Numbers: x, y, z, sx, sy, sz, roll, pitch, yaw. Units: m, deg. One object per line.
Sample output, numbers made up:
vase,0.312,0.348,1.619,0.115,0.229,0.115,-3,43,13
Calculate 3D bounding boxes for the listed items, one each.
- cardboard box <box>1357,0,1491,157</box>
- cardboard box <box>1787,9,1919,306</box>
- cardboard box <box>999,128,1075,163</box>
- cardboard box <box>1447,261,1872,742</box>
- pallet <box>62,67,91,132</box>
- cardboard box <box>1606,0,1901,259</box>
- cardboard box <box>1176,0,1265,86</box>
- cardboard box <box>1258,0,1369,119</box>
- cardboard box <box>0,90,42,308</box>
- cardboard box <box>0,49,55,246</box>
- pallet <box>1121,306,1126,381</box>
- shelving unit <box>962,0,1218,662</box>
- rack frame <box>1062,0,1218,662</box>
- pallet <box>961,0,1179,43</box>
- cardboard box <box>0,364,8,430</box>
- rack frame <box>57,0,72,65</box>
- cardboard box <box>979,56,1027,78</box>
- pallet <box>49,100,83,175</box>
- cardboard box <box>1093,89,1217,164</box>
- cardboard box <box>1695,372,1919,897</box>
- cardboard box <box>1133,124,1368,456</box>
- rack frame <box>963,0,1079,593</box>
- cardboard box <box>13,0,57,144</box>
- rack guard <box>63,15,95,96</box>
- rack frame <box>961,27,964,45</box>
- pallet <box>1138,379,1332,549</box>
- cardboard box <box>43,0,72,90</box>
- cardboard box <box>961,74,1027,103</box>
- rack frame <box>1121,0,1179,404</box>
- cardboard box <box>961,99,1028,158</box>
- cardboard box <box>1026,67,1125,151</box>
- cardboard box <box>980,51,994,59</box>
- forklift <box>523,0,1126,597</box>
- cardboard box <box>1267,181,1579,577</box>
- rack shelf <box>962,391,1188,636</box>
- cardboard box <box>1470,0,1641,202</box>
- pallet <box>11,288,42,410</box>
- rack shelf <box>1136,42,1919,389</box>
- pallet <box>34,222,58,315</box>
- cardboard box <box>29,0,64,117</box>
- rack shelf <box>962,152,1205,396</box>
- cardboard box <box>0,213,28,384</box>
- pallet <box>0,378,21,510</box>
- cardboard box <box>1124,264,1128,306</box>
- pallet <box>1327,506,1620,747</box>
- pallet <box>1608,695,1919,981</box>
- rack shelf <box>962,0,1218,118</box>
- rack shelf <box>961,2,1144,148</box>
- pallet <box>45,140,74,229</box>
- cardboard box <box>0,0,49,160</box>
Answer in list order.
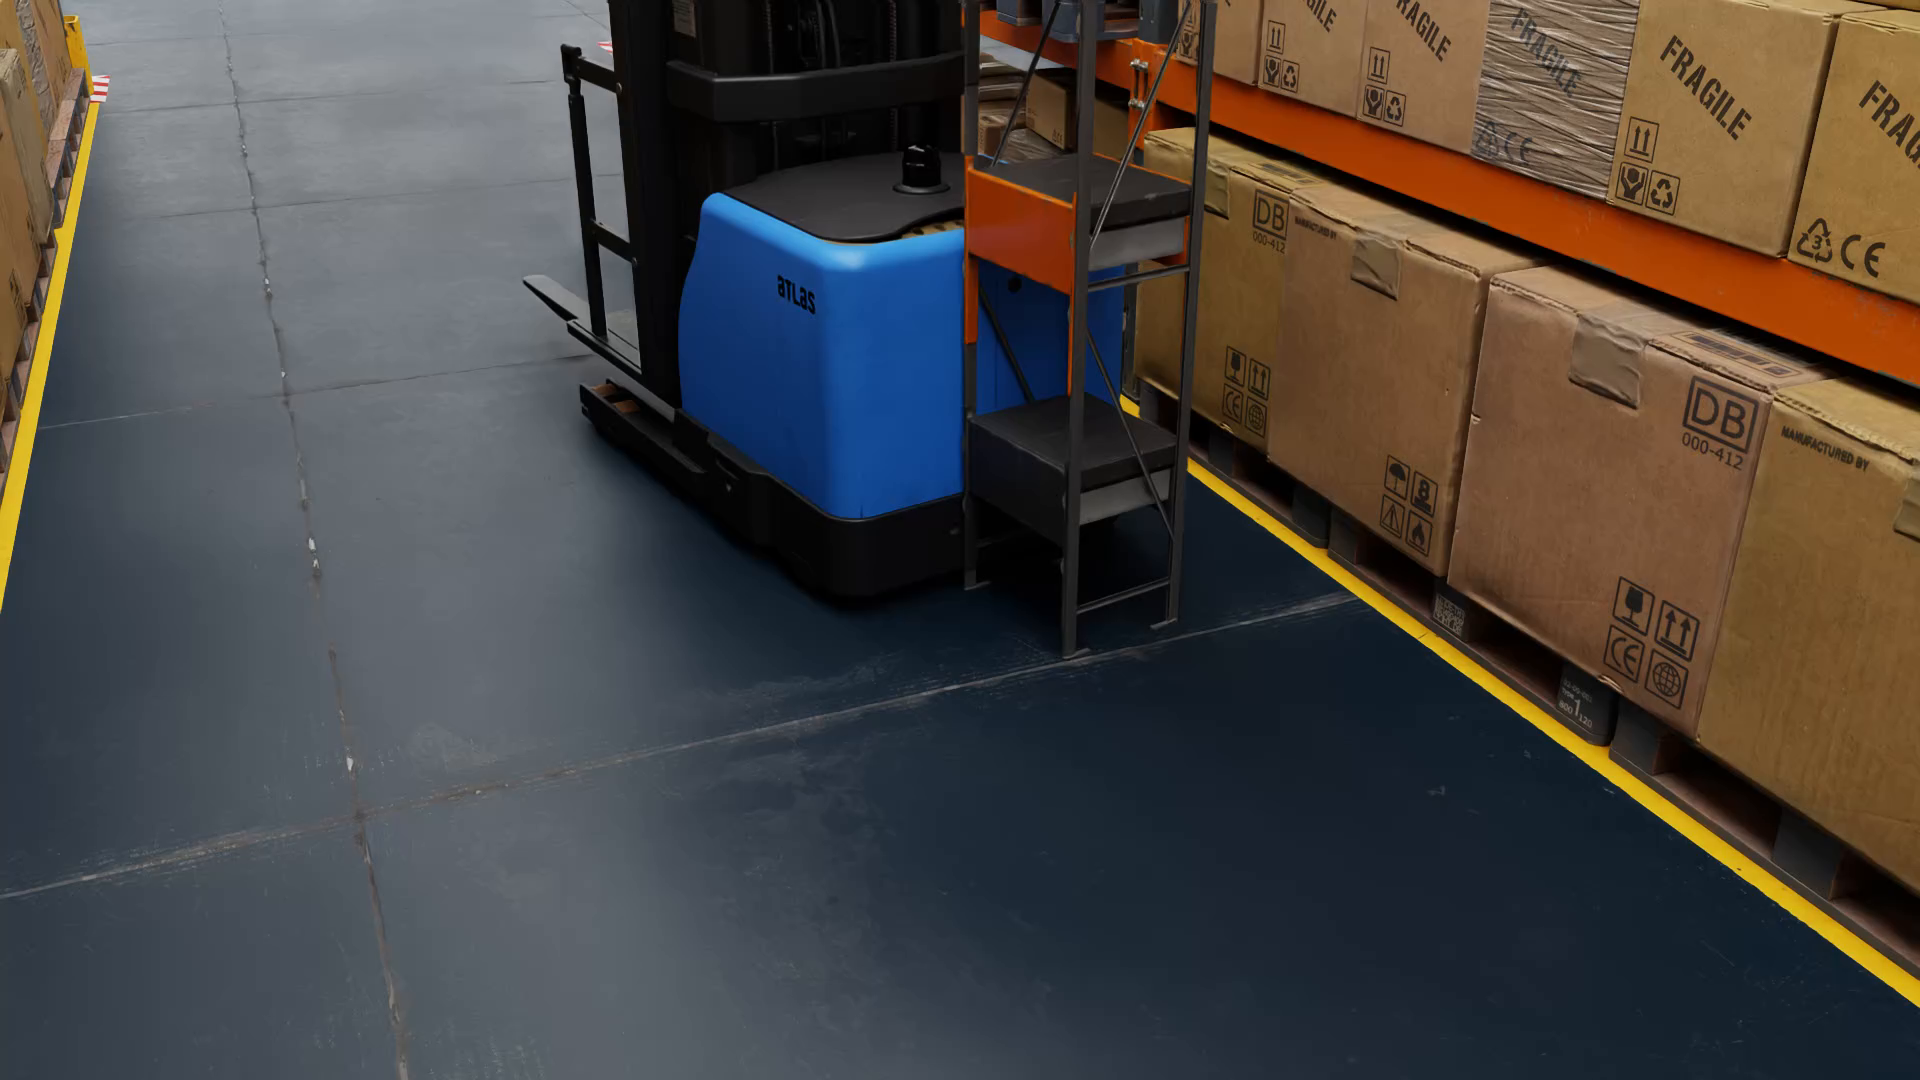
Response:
cardboard box,1.454,-1.362,4.507,0.500,0.500,0.500,-11,28,-22
cardboard box,2.051,-0.747,3.248,0.500,0.500,0.500,-10,28,-19
cardboard box,0.596,-1.538,7.328,0.700,0.500,0.500,-13,29,-25
cardboard box,2.053,-0.209,4.202,1.225,0.875,0.875,-12,28,-22
pallet,-6.245,-2.830,10.806,1.003,0.211,1.213,-11,28,-21
cardboard box,1.840,-0.957,3.677,0.500,0.500,0.500,-11,28,-21
cardboard box,1.046,-1.776,5.355,0.500,0.500,0.500,-10,28,-19
cardboard box,1.250,-1.569,4.930,0.500,0.500,0.500,-11,28,-22
cardboard box,-4.364,-1.330,6.641,1.050,0.750,0.750,-11,28,-21
cardboard box,-4.738,-1.720,7.440,1.050,0.750,0.750,-11,28,-21
pallet,0.801,-1.037,7.133,1.003,0.211,1.213,-11,28,-21
shelving unit,0.316,-0.748,4.390,0.431,2.100,0.503,-16,30,-30
rack frame,0.451,-0.659,4.207,0.400,2.100,0.015,-16,30,-30
pallet,0.729,-2.158,6.469,1.213,0.211,1.003,-11,28,-21
cardboard box,-3.653,-0.602,5.150,1.050,0.750,0.750,-11,28,-21
rack frame,-6.630,-4.393,10.828,1.000,3.000,0.127,-11,28,-21
cardboard box,-0.070,-2.216,8.718,0.700,0.500,0.500,-11,28,-21
pallet,-5.771,-2.338,9.799,1.003,0.211,1.213,-11,28,-21
cardboard box,0.816,-1.651,6.706,0.500,0.250,0.500,-9,28,-19
cardboard box,2.403,0.152,3.464,1.225,0.875,0.875,-10,28,-20
cardboard box,1.357,-0.926,5.671,1.225,0.875,0.875,-12,28,-23
rack frame,0.181,-0.838,4.572,0.400,2.100,0.015,-16,30,-30
cardboard box,-5.602,-2.641,9.183,0.875,0.875,0.875,-10,28,-20
rack guard,-6.640,-3.279,11.396,1.175,0.500,0.348,-11,28,-21
rack frame,-0.460,-3.589,9.182,1.000,3.000,0.127,-11,28,-21
pallet,1.345,-0.390,5.808,1.003,0.211,1.213,-11,28,-21
cardboard box,-6.304,-3.364,10.664,0.875,0.875,0.875,-10,28,-20
cardboard box,0.149,-1.990,8.255,0.700,0.500,0.500,-13,29,-25
rack frame,1.106,-1.974,5.875,1.000,3.000,0.127,-11,28,-21
cardboard box,0.368,-1.765,7.794,0.700,0.500,0.500,-8,27,-16
cardboard box,0.599,-1.863,7.141,0.500,0.250,0.500,-7,27,-15
cardboard box,-0.240,-2.412,9.119,0.700,0.500,0.500,-13,29,-25
forklift,-0.728,-1.752,5.498,1.130,2.935,3.031,-16,30,-30
cardboard box,1.699,-0.565,4.931,1.225,0.875,0.875,-10,28,-20
rack shelf,0.316,-0.107,4.703,0.431,0.518,0.480,-16,30,-30
cardboard box,1.648,-1.160,4.093,0.500,0.500,0.500,-10,28,-20
pallet,-4.211,-0.733,6.510,1.003,0.211,1.213,-11,28,-21
rack shelf,1.889,-0.844,4.379,1.077,0.370,4.000,-11,28,-21
pallet,-4.692,-1.226,7.521,1.003,0.211,1.213,-11,28,-21
cardboard box,-5.957,-3.009,9.938,0.875,0.875,0.875,-11,28,-21
rack shelf,0.316,-0.736,4.396,0.431,0.518,0.480,-16,30,-30
cardboard box,-3.999,-0.954,5.871,1.050,0.750,0.750,-10,28,-20
pallet,-3.737,-0.241,5.503,1.003,0.211,1.213,-11,28,-21
cardboard box,0.825,-1.316,6.874,0.700,0.500,0.500,-12,29,-23
pallet,1.819,0.102,4.801,1.003,0.211,1.213,-11,28,-21
pallet,2.301,0.595,3.791,1.003,0.211,1.213,-11,28,-21
rack shelf,0.316,-1.365,4.089,0.431,0.518,0.480,-16,30,-30
rack shelf,0.323,-2.458,7.686,1.077,0.370,4.000,-11,28,-21
pallet,-5.290,-1.845,8.788,1.003,0.211,1.213,-11,28,-21
cardboard box,-5.246,-2.278,8.439,0.875,0.875,0.875,-10,28,-20
